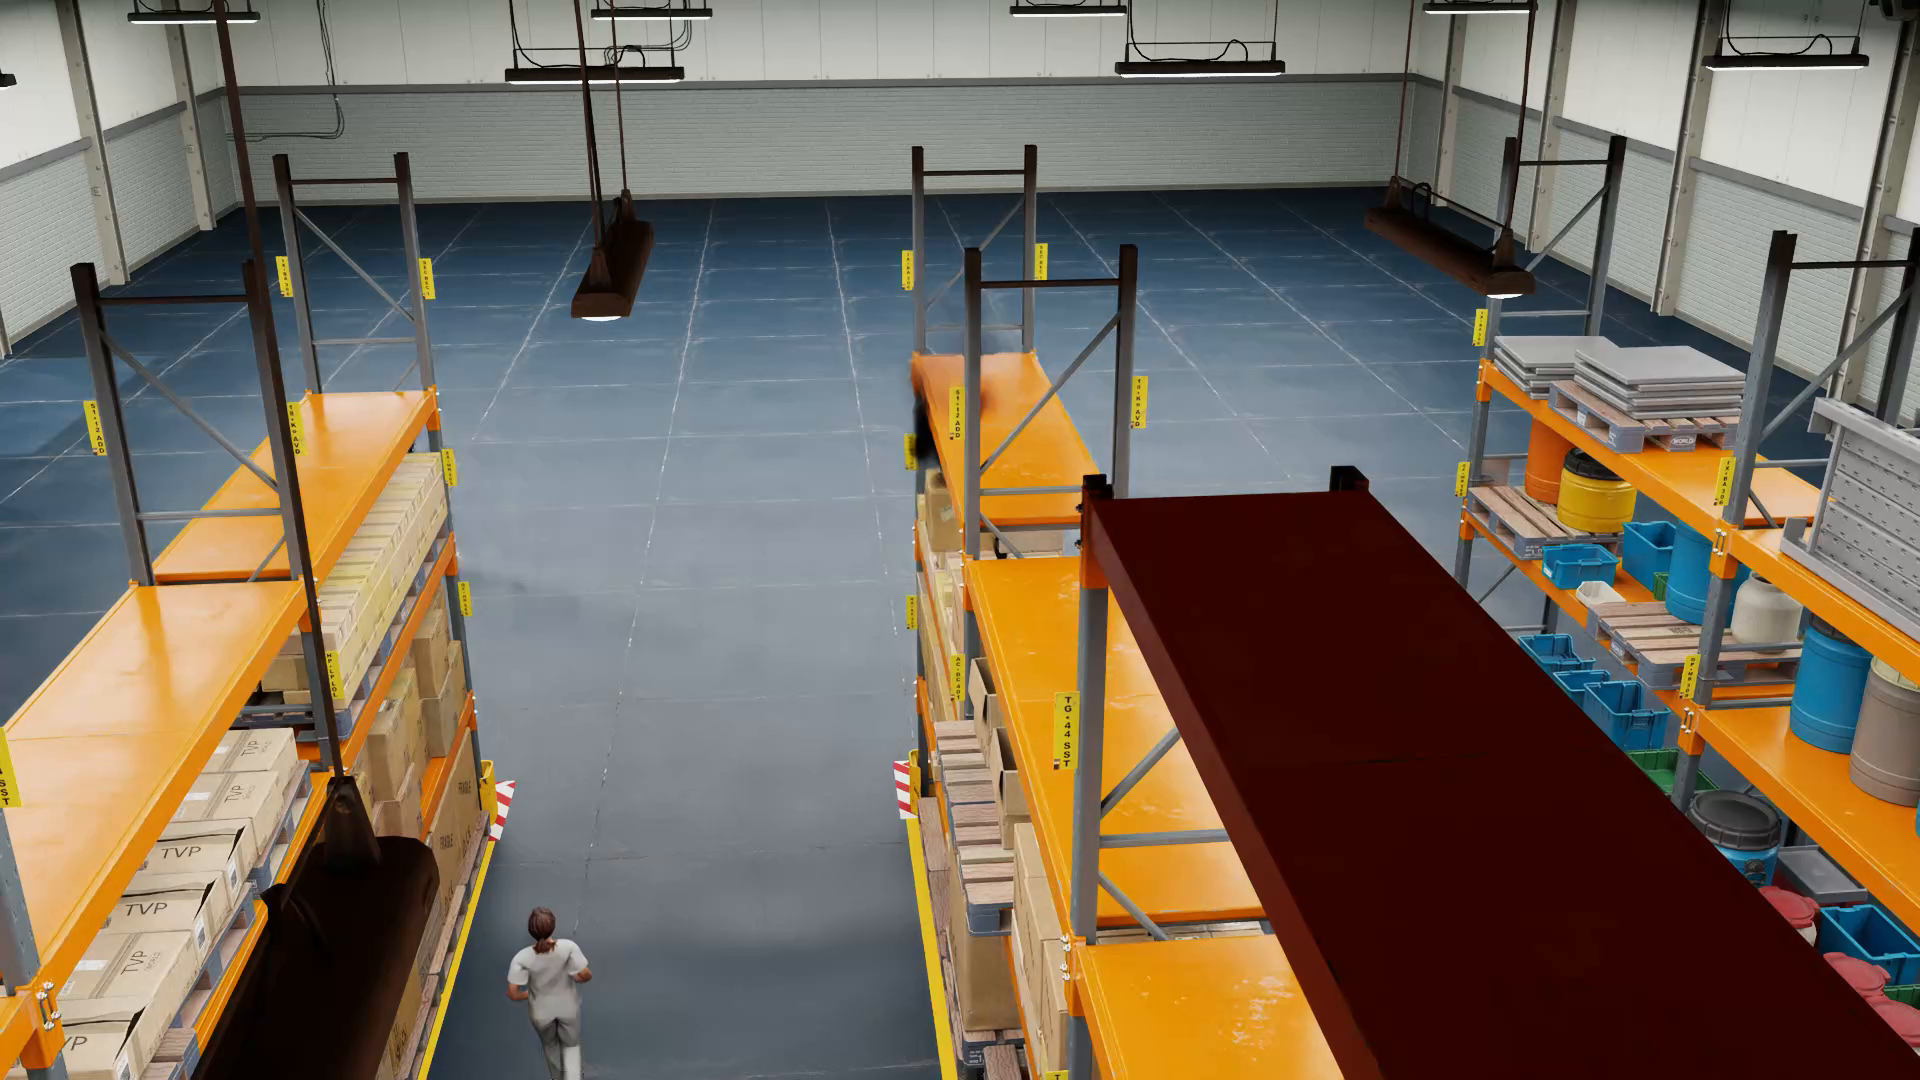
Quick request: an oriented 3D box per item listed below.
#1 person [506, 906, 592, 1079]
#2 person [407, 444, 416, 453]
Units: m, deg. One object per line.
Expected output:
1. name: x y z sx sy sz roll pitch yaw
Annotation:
1. person: -2.758 3.220 11.266 0.563 1.643 0.752 -7 23 -16
2. person: -6.835 -0.496 20.710 0.613 1.631 0.597 15 26 34
